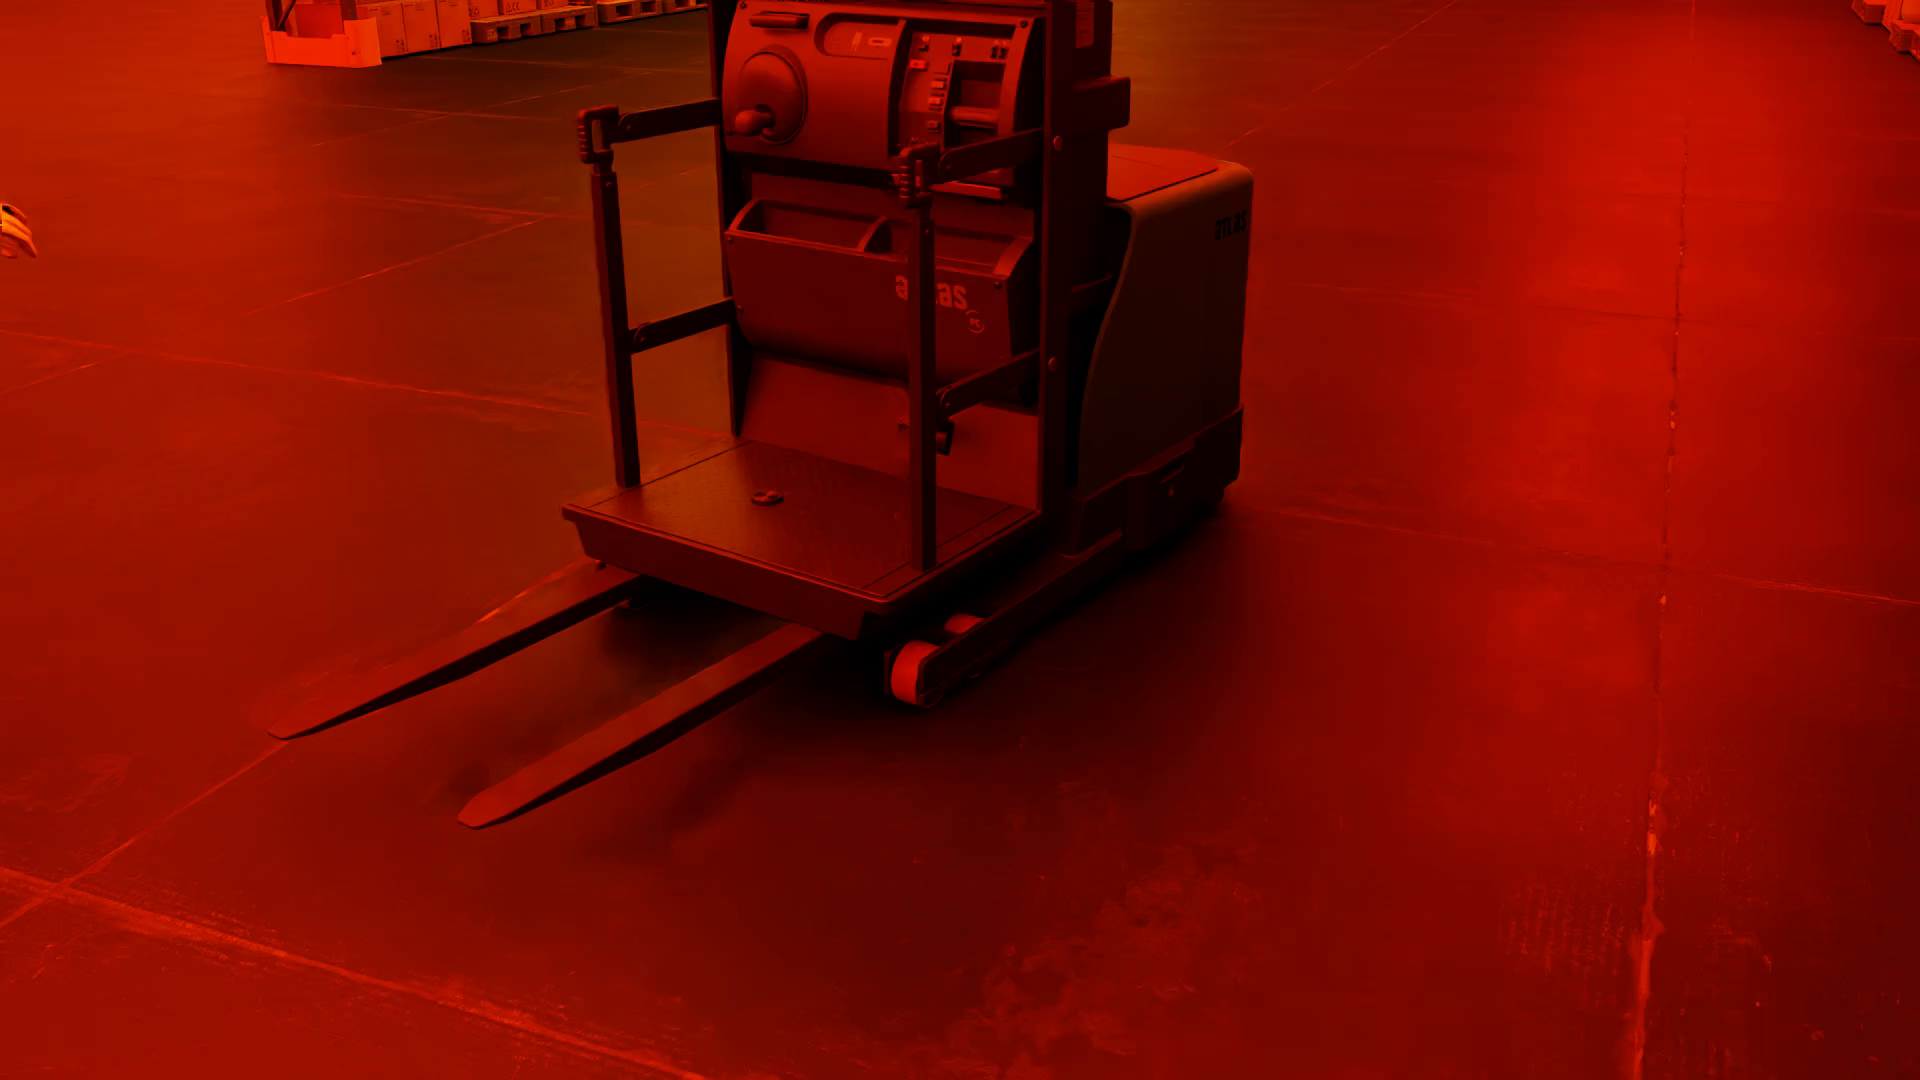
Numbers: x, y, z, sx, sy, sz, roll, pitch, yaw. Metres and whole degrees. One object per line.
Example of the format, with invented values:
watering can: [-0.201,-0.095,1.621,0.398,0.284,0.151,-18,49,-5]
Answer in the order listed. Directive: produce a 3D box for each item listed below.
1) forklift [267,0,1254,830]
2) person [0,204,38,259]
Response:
forklift: [-0.344,-1.147,4.036,1.130,2.935,3.031,15,27,32]
person: [-2.867,-0.401,4.075,1.230,1.677,0.653,-1,23,-3]
